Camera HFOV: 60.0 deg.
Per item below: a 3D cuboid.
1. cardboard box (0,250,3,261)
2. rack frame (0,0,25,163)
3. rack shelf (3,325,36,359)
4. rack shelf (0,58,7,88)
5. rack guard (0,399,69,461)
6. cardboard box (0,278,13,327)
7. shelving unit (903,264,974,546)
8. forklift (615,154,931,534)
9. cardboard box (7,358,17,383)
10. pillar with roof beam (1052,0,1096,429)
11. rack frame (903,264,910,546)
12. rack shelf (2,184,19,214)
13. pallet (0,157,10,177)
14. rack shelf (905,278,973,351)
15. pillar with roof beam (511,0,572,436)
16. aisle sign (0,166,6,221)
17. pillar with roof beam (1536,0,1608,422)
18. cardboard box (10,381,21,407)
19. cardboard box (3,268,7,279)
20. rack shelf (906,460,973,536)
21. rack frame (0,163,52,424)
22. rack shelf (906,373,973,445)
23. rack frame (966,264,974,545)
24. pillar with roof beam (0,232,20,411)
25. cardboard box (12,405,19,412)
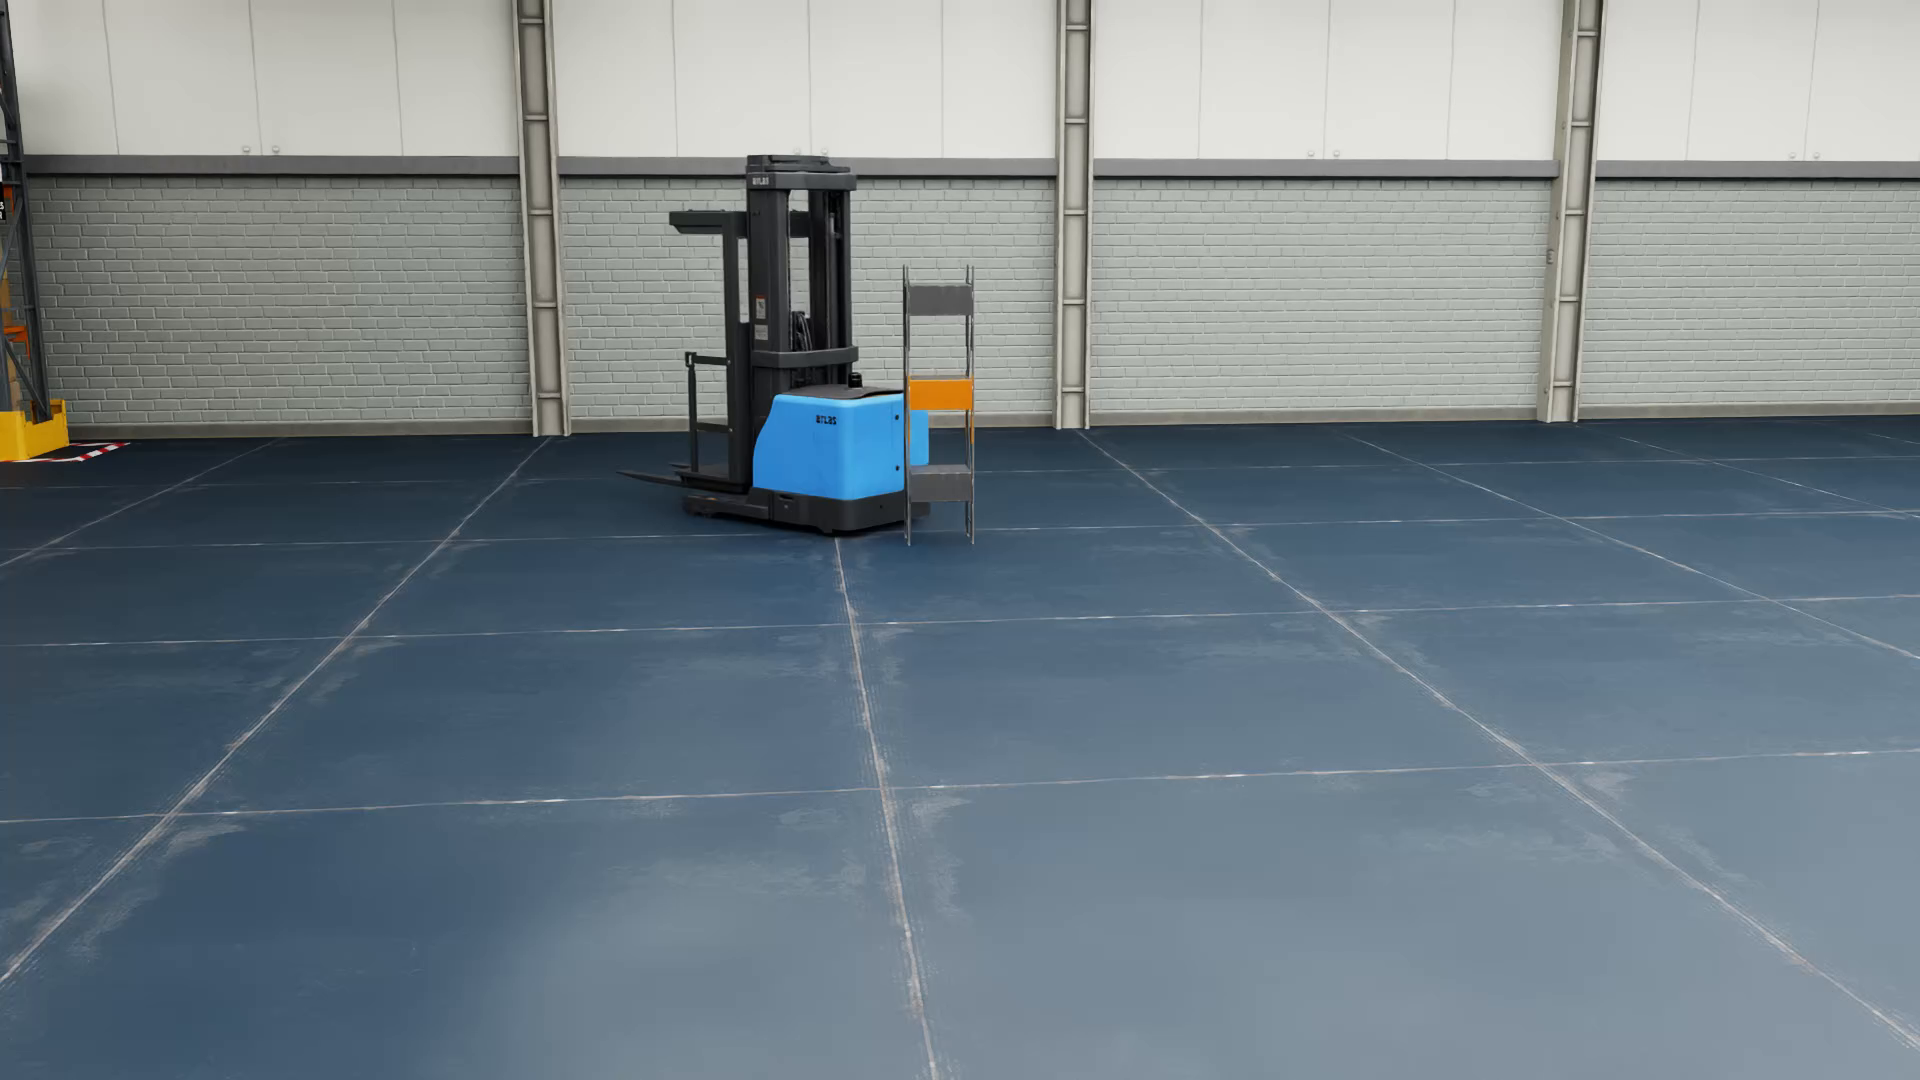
[{"bbox_3d":[-10.190,-2.942,17.344,0.250,0.149,0.380,-1,11,-7],"label":"cardboard box"},{"bbox_3d":[-9.833,-5.338,16.693,0.127,3.000,1.000,-1,11,-6],"label":"rack frame"},{"bbox_3d":[-11.821,-2.000,17.129,4.000,0.370,1.077,-1,11,-6],"label":"rack shelf"},{"bbox_3d":[-11.821,-4.747,16.589,4.000,0.370,1.077,-1,11,-6],"label":"rack shelf"},{"bbox_3d":[-9.809,-1.168,17.516,0.348,0.500,1.175,-1,11,-6],"label":"rack guard"},{"bbox_3d":[-10.355,-2.486,17.481,0.500,0.500,0.500,-1,11,-4],"label":"cardboard box"},{"bbox_3d":[-0.165,-1.027,12.648,0.503,2.100,0.431,-1,11,-6],"label":"shelving unit"},{"bbox_3d":[-1.697,-1.695,13.889,3.031,2.935,1.130,9,14,39],"label":"forklift"},{"bbox_3d":[-10.331,-1.768,17.534,0.500,0.250,0.500,-1,11,-7],"label":"cardboard box"},{"bbox_3d":[1.773,-4.921,14.571,0.400,9.000,9.100,-1,11,-6],"label":"pillar with roof beam"},{"bbox_3d":[-0.407,-1.022,12.622,0.015,2.100,0.400,-1,11,-6],"label":"rack frame"},{"bbox_3d":[-11.821,-3.472,16.840,4.000,0.370,1.077,-1,11,-6],"label":"rack shelf"},{"bbox_3d":[-10.538,-3.813,16.941,1.213,0.211,1.003,-1,11,-6],"label":"pallet"},{"bbox_3d":[-0.165,-1.700,12.516,0.480,0.518,0.431,-1,11,-6],"label":"rack shelf"},{"bbox_3d":[-4.192,-4.796,13.935,0.400,9.000,9.100,-1,11,-6],"label":"pillar with roof beam"},{"bbox_3d":[-9.736,-3.615,16.742,0.004,0.787,0.394,-1,11,-6],"label":"aisle sign"},{"bbox_3d":[7.737,-5.046,15.207,0.400,9.000,9.100,-1,11,-6],"label":"pillar with roof beam"},{"bbox_3d":[-10.322,-1.527,17.601,0.500,0.250,0.500,-1,11,-5],"label":"cardboard box"},{"bbox_3d":[-10.198,-2.805,17.417,0.250,0.149,0.380,-1,11,-8],"label":"cardboard box"},{"bbox_3d":[-0.165,-0.327,12.786,0.480,0.518,0.431,-1,11,-6],"label":"rack shelf"},{"bbox_3d":[-9.833,-2.394,17.272,0.127,3.000,1.000,-1,11,-6],"label":"rack frame"},{"bbox_3d":[-0.165,-1.013,12.651,0.480,0.518,0.431,-1,11,-6],"label":"rack shelf"},{"bbox_3d":[0.078,-1.032,12.674,0.015,2.100,0.400,-1,11,-6],"label":"rack frame"},{"bbox_3d":[-10.157,-4.671,13.299,0.400,9.000,9.100,-1,11,-6],"label":"pillar with roof beam"},{"bbox_3d":[-10.342,-1.279,17.635,0.500,0.250,0.500,-1,11,-6],"label":"cardboard box"}]
